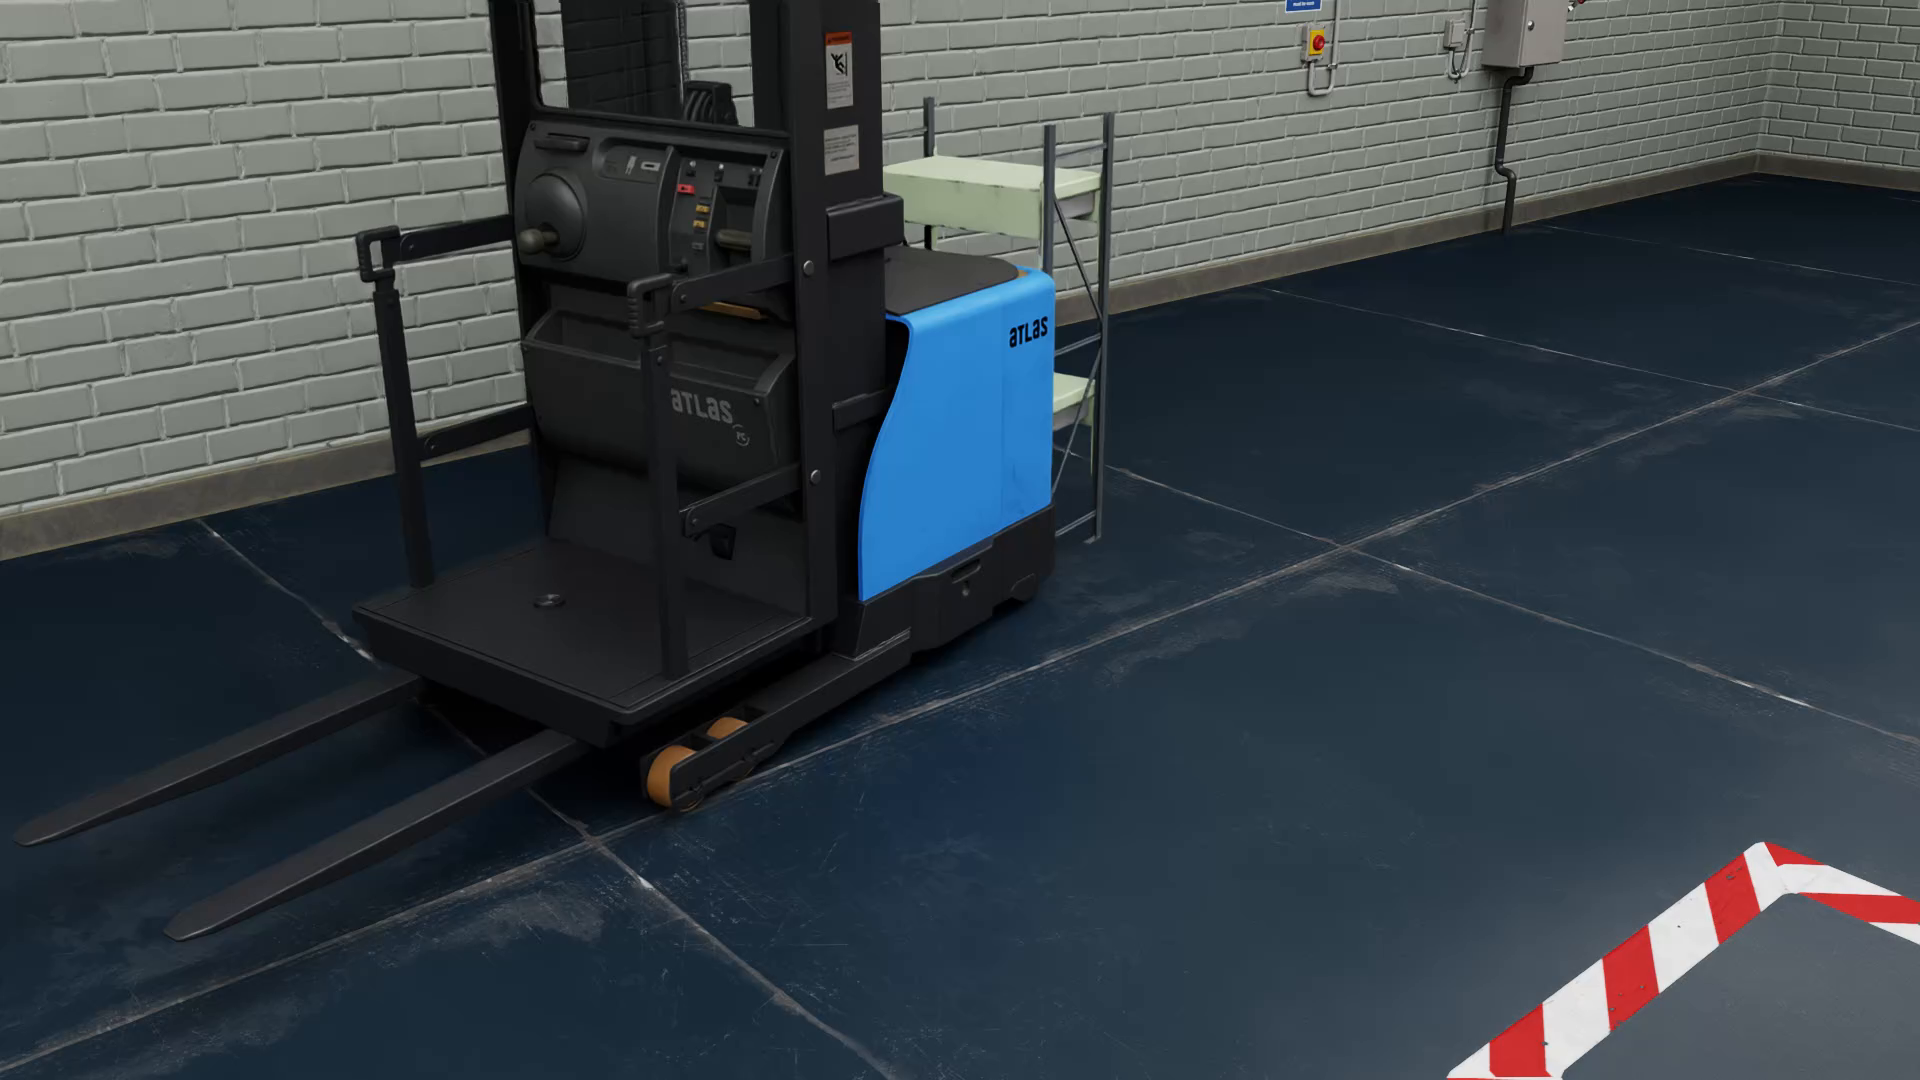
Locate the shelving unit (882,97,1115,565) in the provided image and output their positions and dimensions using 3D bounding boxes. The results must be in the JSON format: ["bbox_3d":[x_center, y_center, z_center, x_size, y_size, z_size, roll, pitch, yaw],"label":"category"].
[{"bbox_3d":[0.085,-0.724,5.777,0.755,1.500,0.431,14,26,32],"label":"shelving unit"}]

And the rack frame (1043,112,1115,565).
[{"bbox_3d":[0.384,-0.648,5.581,0.023,1.500,0.400,14,26,32],"label":"rack frame"}]

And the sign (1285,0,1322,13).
[{"bbox_3d":[1.967,-3.130,9.493,0.327,0.218,0.001,-17,27,-37],"label":"sign"}]

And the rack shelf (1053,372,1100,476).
[{"bbox_3d":[0.085,-0.421,5.896,0.720,0.370,0.431,14,26,32],"label":"rack shelf"}]

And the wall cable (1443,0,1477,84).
[{"bbox_3d":[3.111,-3.813,10.213,0.588,1.984,0.122,-17,27,-37],"label":"wall cable"}]

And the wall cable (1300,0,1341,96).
[{"bbox_3d":[2.044,-3.487,9.337,0.585,1.953,0.123,-17,27,-37],"label":"wall cable"}]

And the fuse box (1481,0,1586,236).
[{"bbox_3d":[3.731,-2.859,10.937,0.539,1.711,0.414,-17,27,-37],"label":"fuse box"}]

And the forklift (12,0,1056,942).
[{"bbox_3d":[-0.953,-0.875,4.198,1.130,2.935,3.031,15,26,33],"label":"forklift"}]

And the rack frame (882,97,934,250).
[{"bbox_3d":[-0.215,-0.801,5.972,0.023,1.500,0.400,14,26,32],"label":"rack frame"}]

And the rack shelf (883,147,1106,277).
[{"bbox_3d":[0.085,-1.088,5.634,0.720,0.370,0.431,14,26,32],"label":"rack shelf"}]
